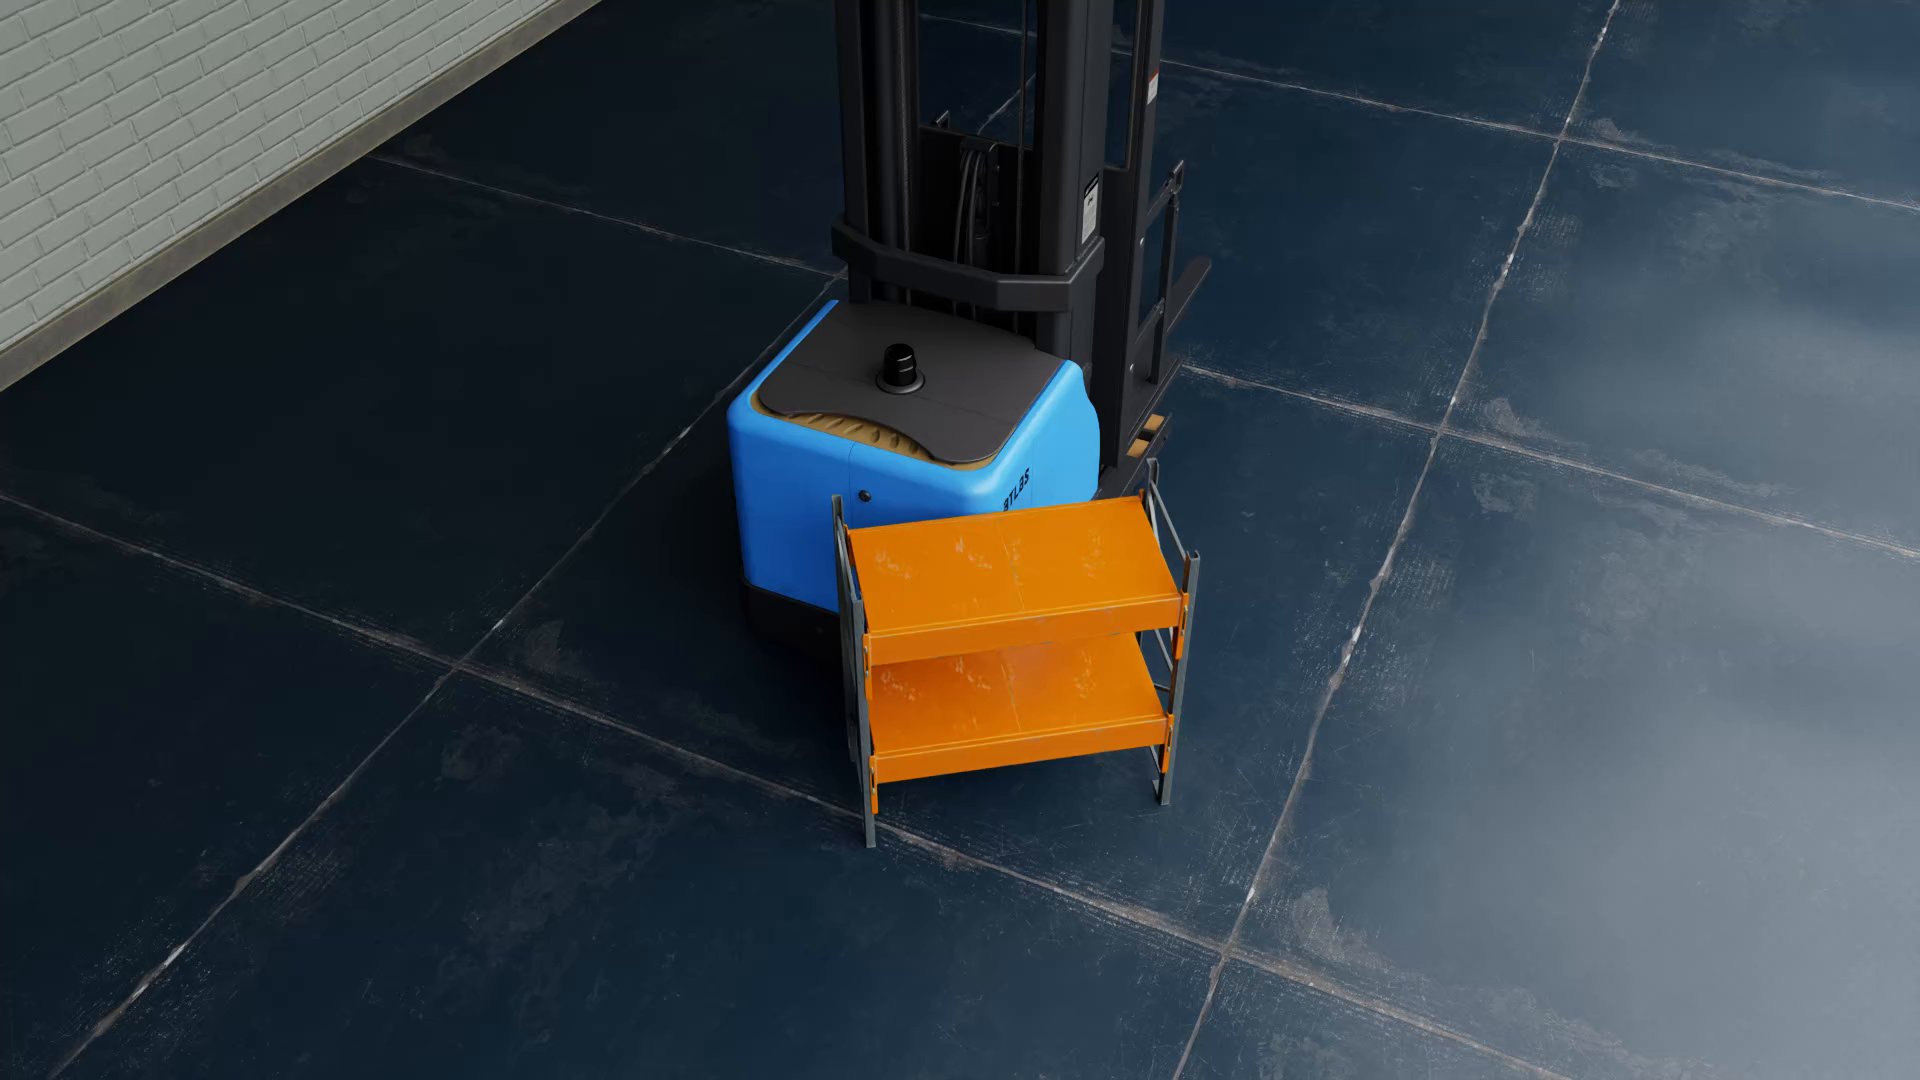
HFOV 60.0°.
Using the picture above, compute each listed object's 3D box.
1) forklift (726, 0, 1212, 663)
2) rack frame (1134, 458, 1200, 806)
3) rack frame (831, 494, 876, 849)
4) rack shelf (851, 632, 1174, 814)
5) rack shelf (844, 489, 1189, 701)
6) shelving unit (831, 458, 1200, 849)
[{"bbox_3d":[0.264,-1.481,6.220,1.130,2.935,3.031,17,44,18],"label":"forklift"},{"bbox_3d":[0.658,0.323,5.518,0.032,1.125,0.500,-7,41,-8],"label":"rack frame"},{"bbox_3d":[-0.342,0.444,5.379,0.032,1.125,0.500,-7,41,-8],"label":"rack frame"},{"bbox_3d":[0.158,0.568,5.609,1.000,0.278,0.538,-7,41,-8],"label":"rack shelf"},{"bbox_3d":[0.158,0.162,5.257,1.000,0.278,0.538,-7,41,-8],"label":"rack shelf"},{"bbox_3d":[0.158,0.384,5.449,1.048,1.125,0.538,-7,41,-8],"label":"shelving unit"}]
